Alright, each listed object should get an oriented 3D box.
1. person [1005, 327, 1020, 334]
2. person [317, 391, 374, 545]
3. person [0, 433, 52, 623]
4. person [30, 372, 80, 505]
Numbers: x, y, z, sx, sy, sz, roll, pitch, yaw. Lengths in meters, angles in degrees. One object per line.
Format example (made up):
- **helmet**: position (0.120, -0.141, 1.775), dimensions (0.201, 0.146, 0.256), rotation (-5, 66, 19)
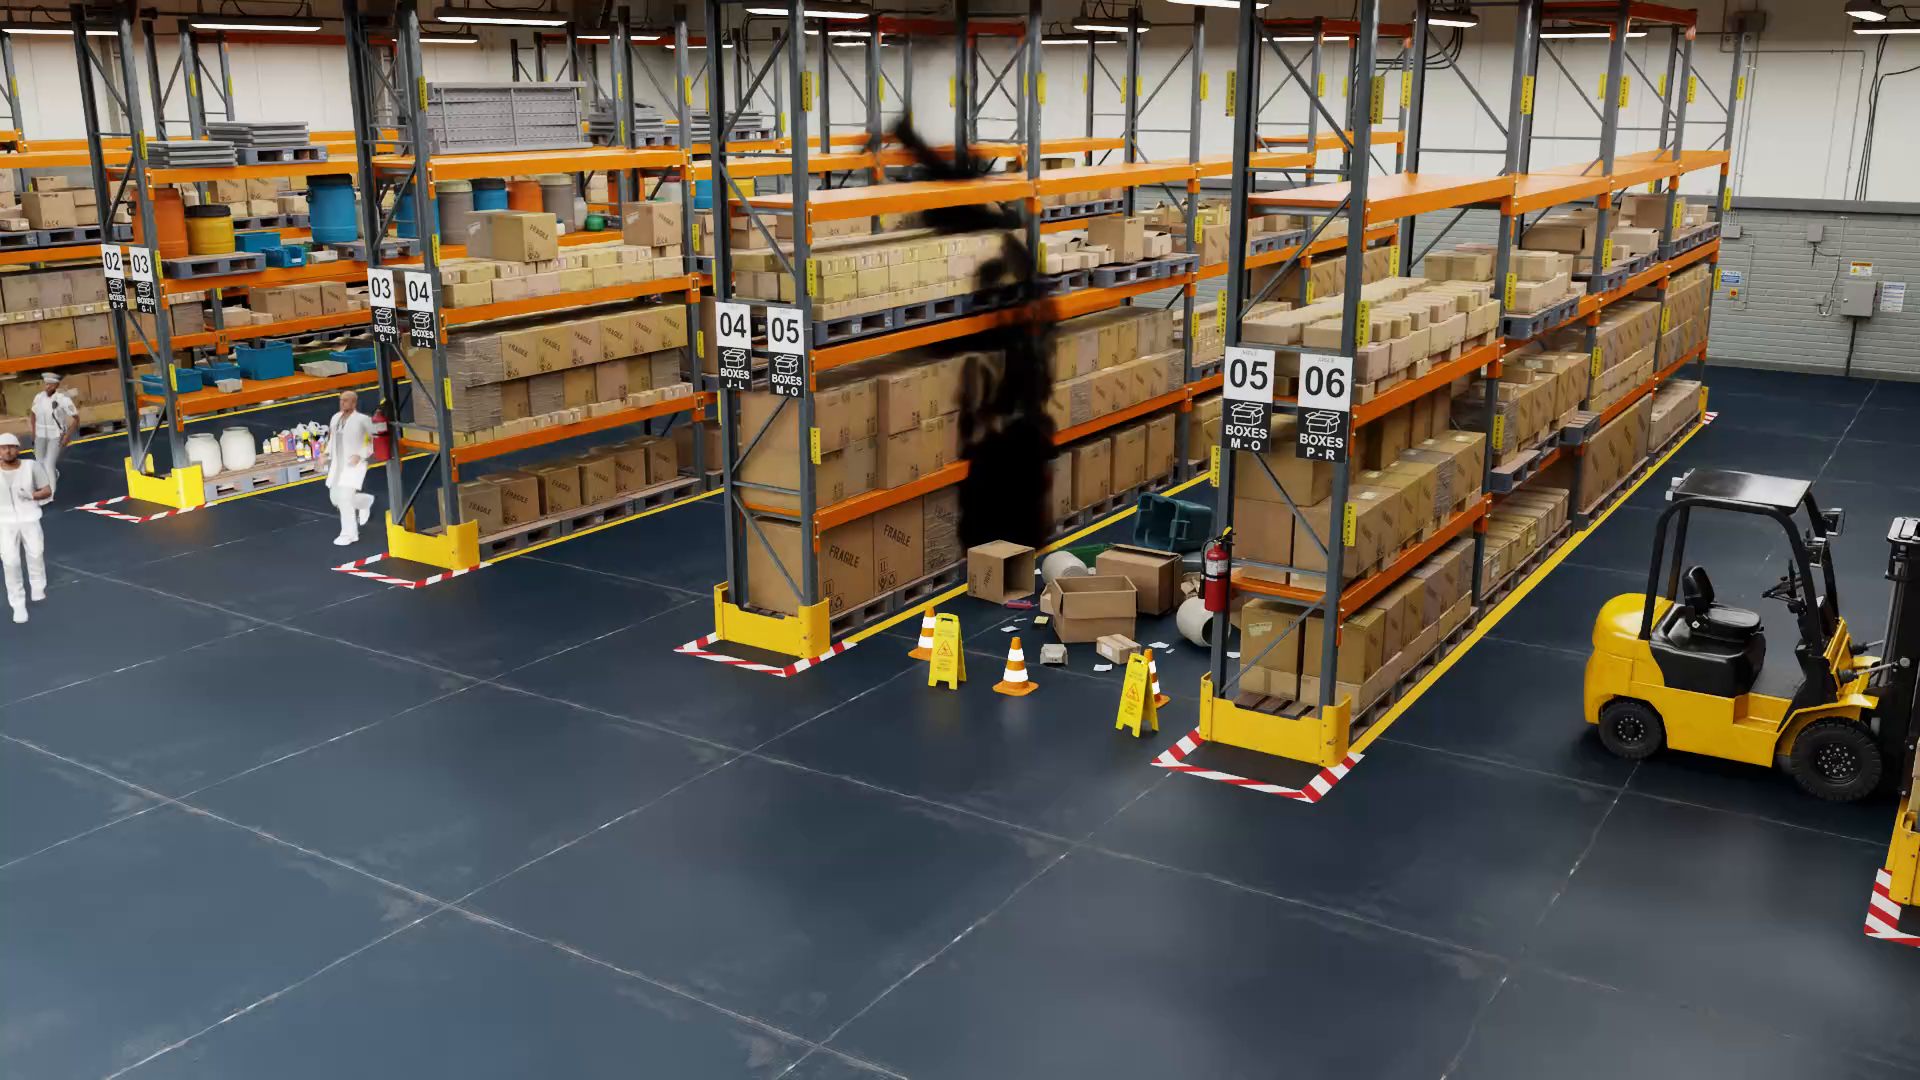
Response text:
- **person**: position (0.752, -2.080, 23.208), dimensions (0.628, 1.785, 0.693), rotation (10, 18, 31)
- **person**: position (-6.961, -0.844, 19.018), dimensions (0.704, 1.721, 0.778), rotation (6, 17, 22)
- **person**: position (-9.299, -0.150, 16.422), dimensions (0.667, 1.846, 0.803), rotation (-9, 18, -29)
- **person**: position (-11.334, -1.303, 20.836), dimensions (0.658, 1.641, 0.654), rotation (0, 16, -1)
